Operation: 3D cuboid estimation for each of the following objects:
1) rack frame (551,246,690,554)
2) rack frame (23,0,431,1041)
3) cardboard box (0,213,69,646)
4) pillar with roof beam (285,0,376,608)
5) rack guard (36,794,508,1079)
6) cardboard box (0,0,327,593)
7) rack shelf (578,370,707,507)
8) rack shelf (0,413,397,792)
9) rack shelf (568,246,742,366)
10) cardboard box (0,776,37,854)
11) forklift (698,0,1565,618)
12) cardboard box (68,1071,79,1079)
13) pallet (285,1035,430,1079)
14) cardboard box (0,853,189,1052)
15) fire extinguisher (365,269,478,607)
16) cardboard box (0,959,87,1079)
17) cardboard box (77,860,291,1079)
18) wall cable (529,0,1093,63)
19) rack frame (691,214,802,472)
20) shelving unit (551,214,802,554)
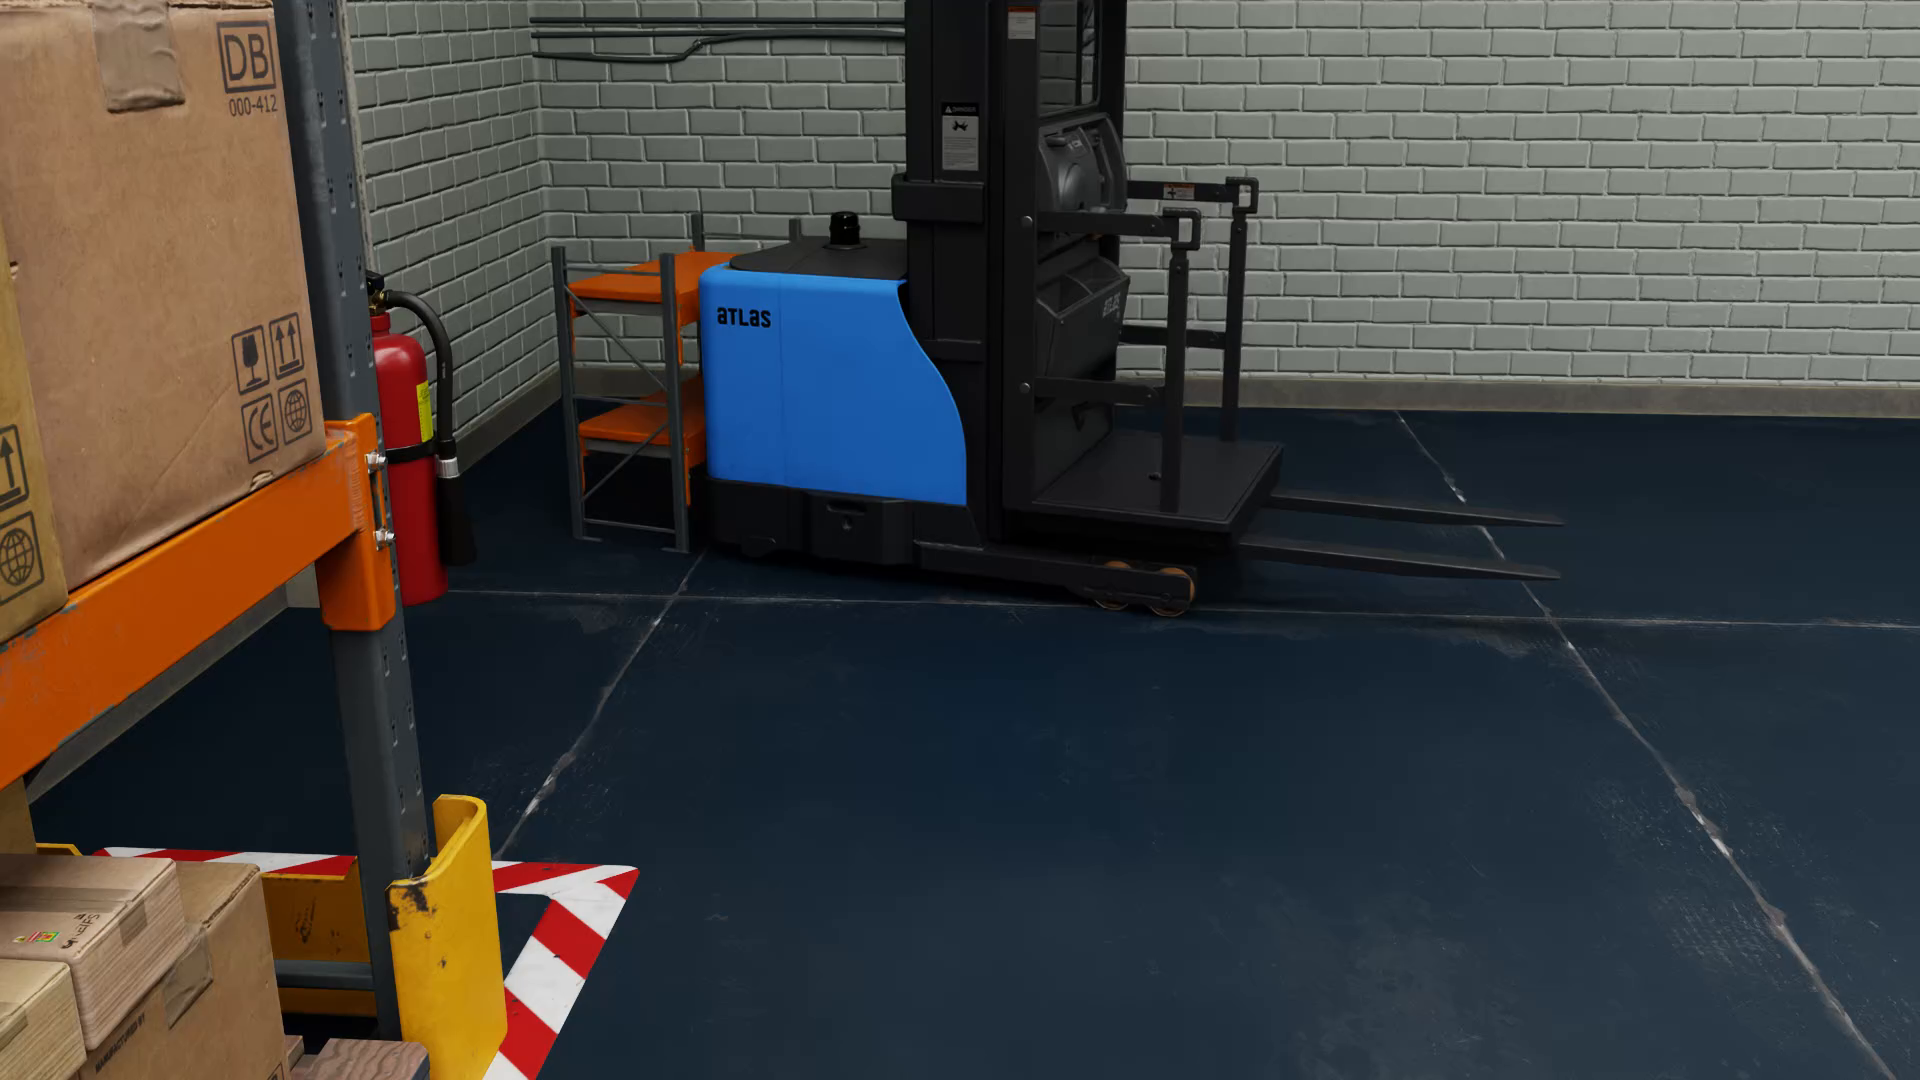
[{"bbox_3d":[-1.259,-0.515,6.186,0.500,1.125,0.032,7,19,20],"label":"rack frame"},{"bbox_3d":[-1.512,-0.397,2.817,1.000,3.000,0.127,1,18,4],"label":"rack frame"},{"bbox_3d":[-1.579,-0.155,1.596,0.980,0.700,0.700,1,18,3],"label":"cardboard box"},{"bbox_3d":[2.113,-4.010,4.208,9.100,9.000,0.400,1,18,4],"label":"pillar with roof beam"},{"bbox_3d":[-1.510,0.783,3.229,1.175,0.500,0.348,1,18,4],"label":"rack guard"},{"bbox_3d":[-1.538,-0.381,2.286,0.980,0.700,0.700,2,18,6],"label":"cardboard box"},{"bbox_3d":[-1.075,-0.430,6.713,0.538,0.278,1.000,7,19,20],"label":"rack shelf"},{"bbox_3d":[-1.655,0.566,1.033,1.077,0.370,4.000,1,18,4],"label":"rack shelf"},{"bbox_3d":[-1.075,-0.940,6.545,0.538,0.278,1.000,7,19,20],"label":"rack shelf"},{"bbox_3d":[-1.653,0.459,2.502,0.380,0.149,0.250,1,18,4],"label":"cardboard box"},{"bbox_3d":[0.620,-1.318,5.737,3.031,2.935,1.130,6,19,19],"label":"forklift"},{"bbox_3d":[-1.498,0.966,1.996,0.700,0.500,0.500,1,18,4],"label":"cardboard box"},{"bbox_3d":[-1.491,1.178,2.488,1.003,0.211,1.213,1,18,4],"label":"pallet"},{"bbox_3d":[-1.289,0.547,2.236,0.380,0.149,0.250,1,18,3],"label":"cardboard box"},{"bbox_3d":[-1.040,-0.220,2.999,0.296,0.674,0.183,1,18,4],"label":"fire extinguisher"},{"bbox_3d":[-1.307,0.626,1.993,0.380,0.149,0.250,2,18,5],"label":"cardboard box"},{"bbox_3d":[-1.462,0.811,2.471,0.700,0.500,0.500,1,18,4],"label":"cardboard box"},{"bbox_3d":[-0.750,-3.521,7.703,3.097,2.526,0.112,1,18,4],"label":"wall cable"},{"bbox_3d":[-0.891,-0.810,7.087,0.500,1.125,0.032,7,19,20],"label":"rack frame"},{"bbox_3d":[-1.075,-0.662,6.636,0.538,1.125,1.048,7,19,20],"label":"shelving unit"}]
